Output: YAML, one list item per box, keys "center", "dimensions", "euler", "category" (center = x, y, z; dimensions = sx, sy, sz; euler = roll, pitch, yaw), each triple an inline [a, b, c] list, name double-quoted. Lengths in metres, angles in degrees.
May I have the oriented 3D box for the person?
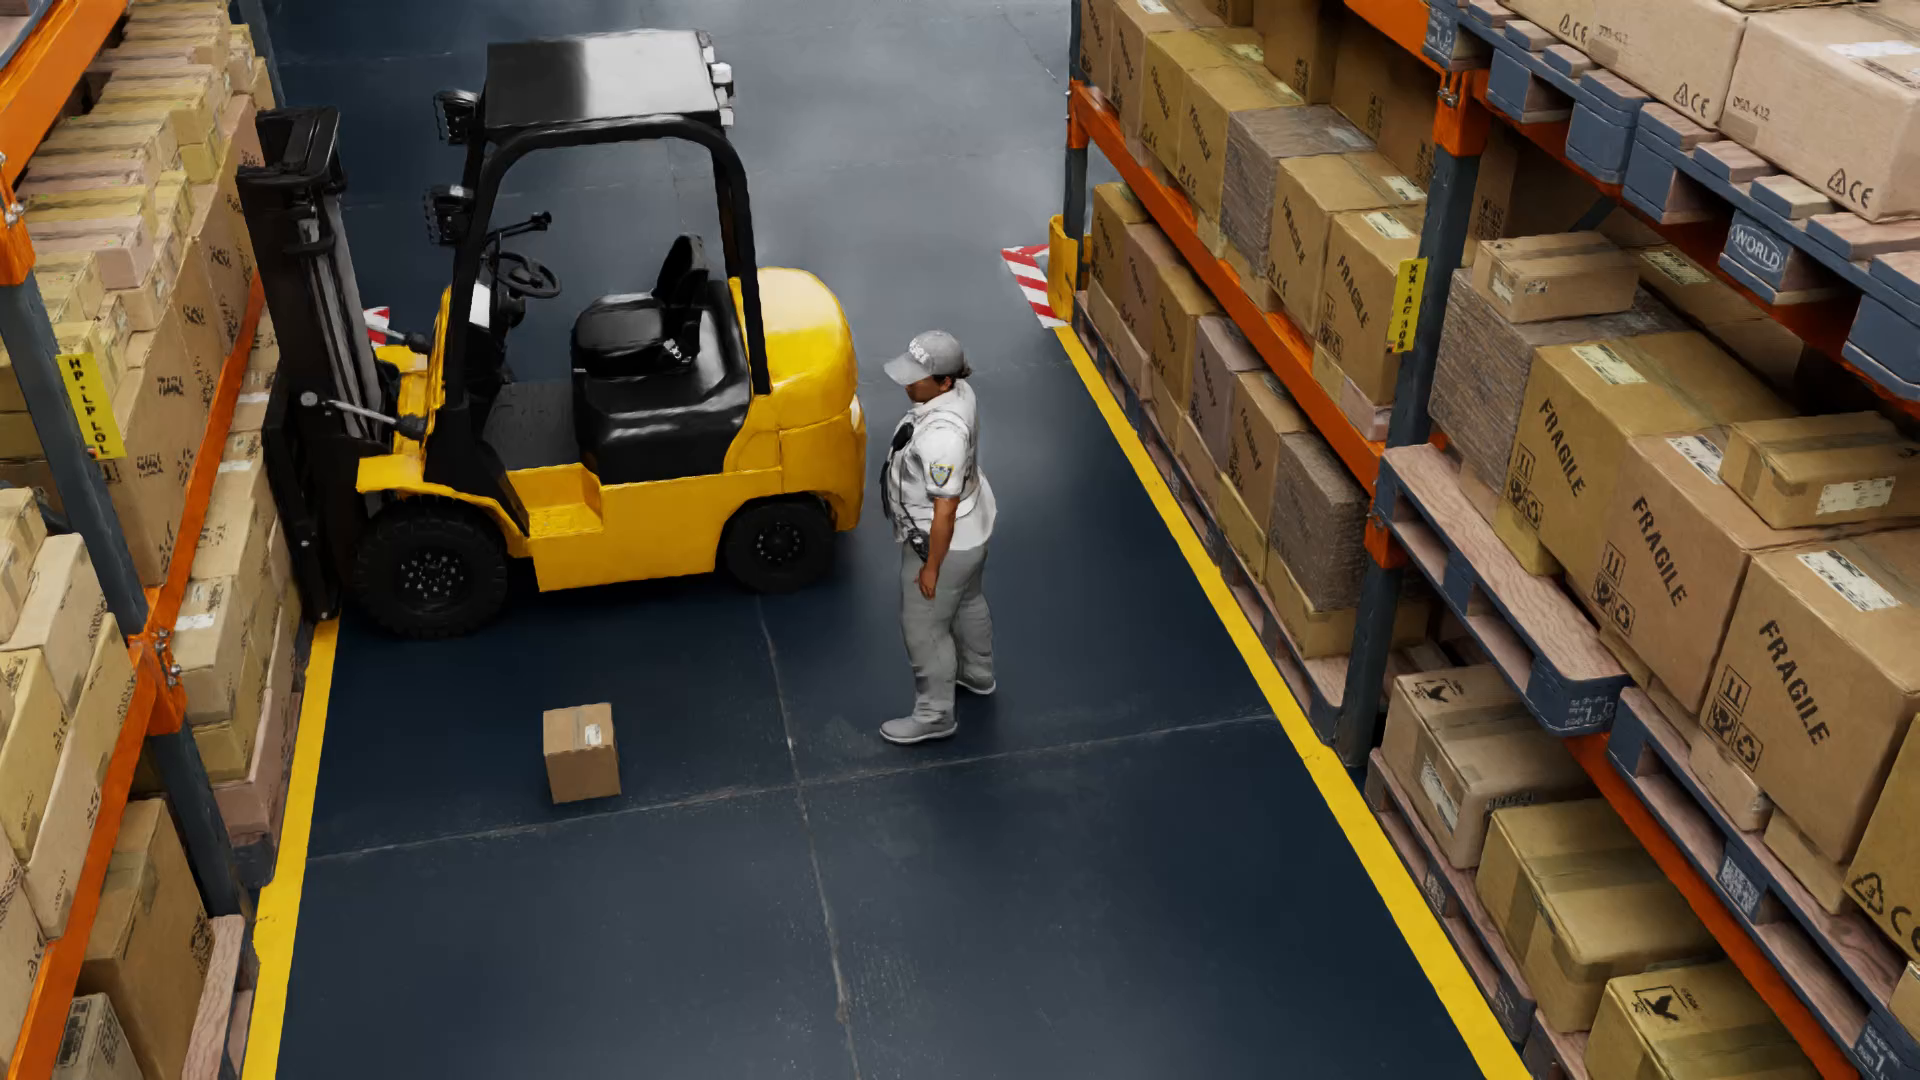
- center: [-0.073, -0.026, 6.156]
  dimensions: [0.410, 1.675, 0.526]
  euler: [6, 35, 9]
  category: "person"
